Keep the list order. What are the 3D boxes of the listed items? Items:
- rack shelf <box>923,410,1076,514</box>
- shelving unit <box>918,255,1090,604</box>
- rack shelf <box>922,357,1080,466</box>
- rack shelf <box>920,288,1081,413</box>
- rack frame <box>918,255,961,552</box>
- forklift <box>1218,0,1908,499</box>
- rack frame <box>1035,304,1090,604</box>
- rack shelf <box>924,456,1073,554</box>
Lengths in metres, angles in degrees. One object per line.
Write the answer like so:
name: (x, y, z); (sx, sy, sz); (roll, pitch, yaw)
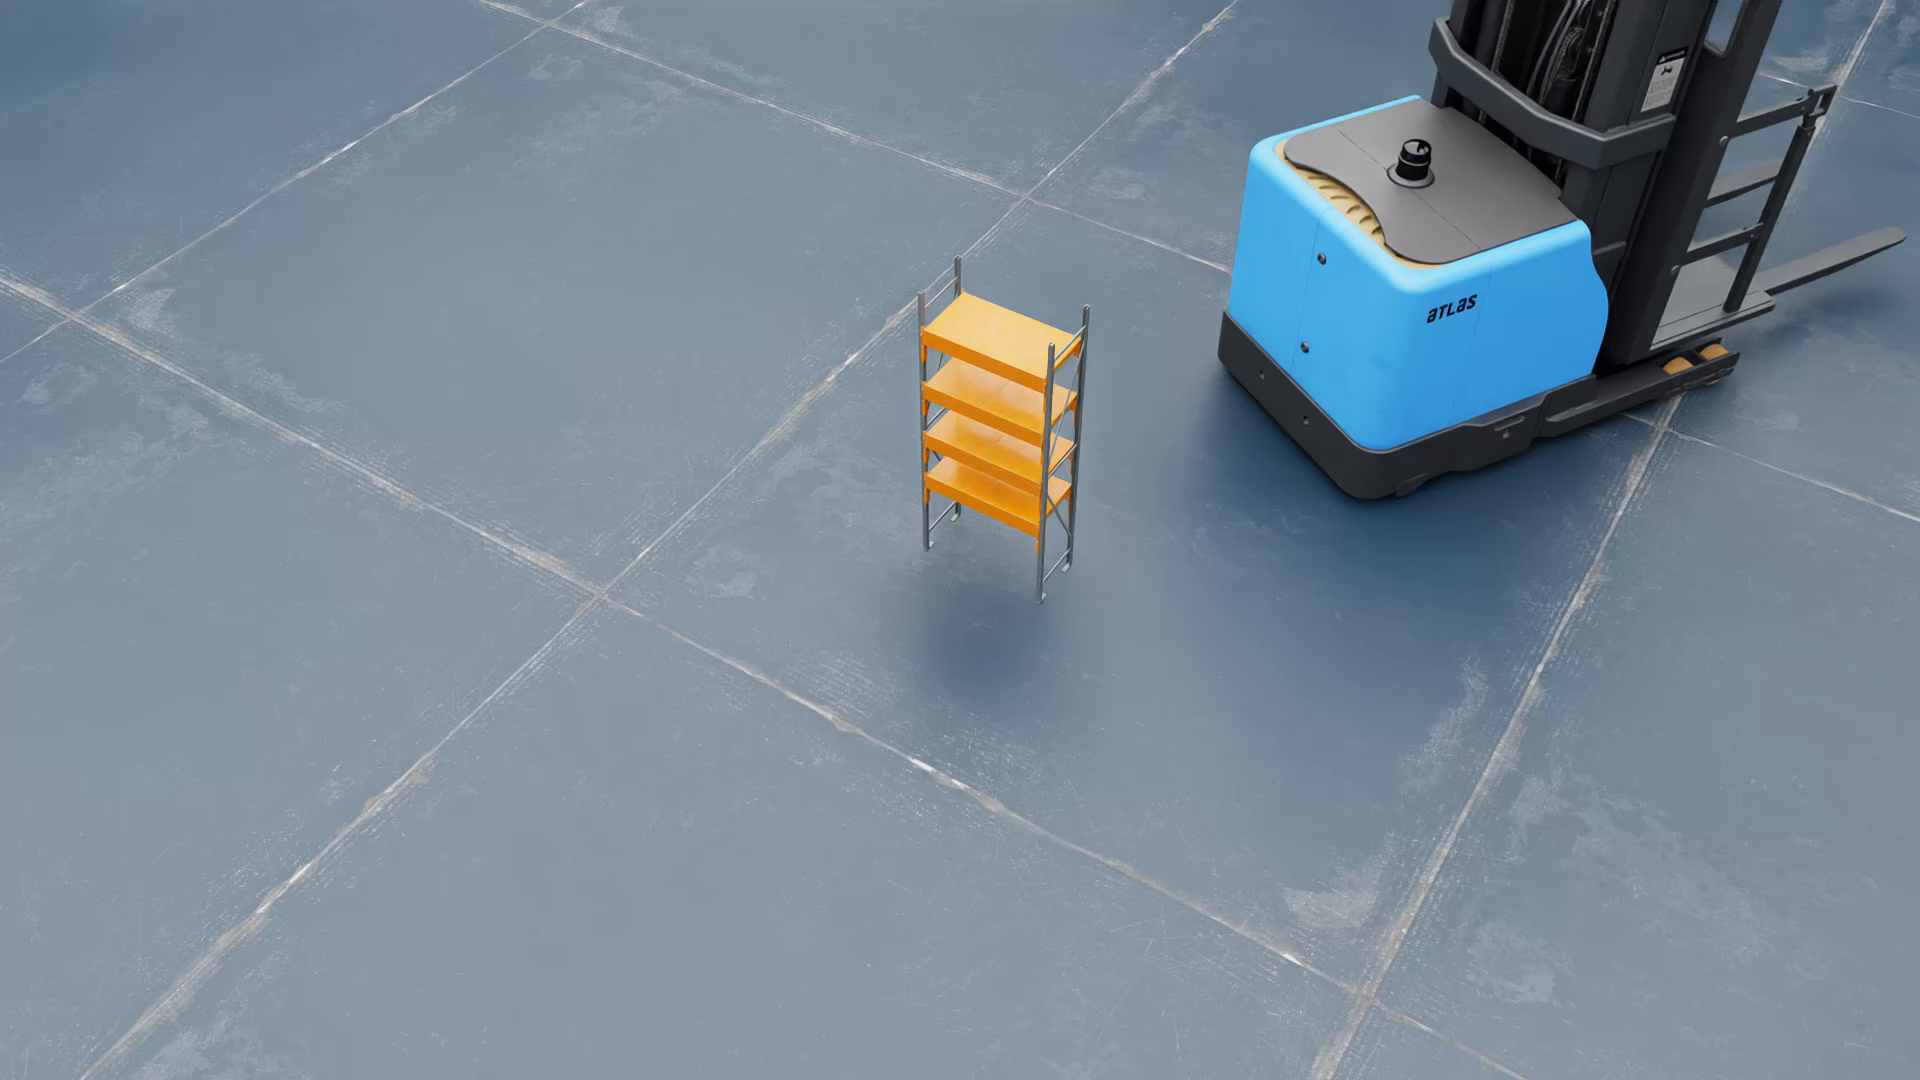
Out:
rack shelf: (0.139, -0.307, 5.806); (0.480, 0.148, 0.258); (25, 51, 22)
shelving unit: (0.139, -0.354, 5.757); (0.503, 1.200, 0.258); (25, 51, 22)
rack shelf: (0.139, -0.463, 5.645); (0.480, 0.148, 0.258); (25, 51, 22)
rack shelf: (0.139, -0.628, 5.476); (0.480, 0.148, 0.258); (25, 51, 22)
rack frame: (-0.066, -0.449, 5.849); (0.015, 1.200, 0.240); (25, 51, 22)
forklift: (2.621, -1.921, 6.073); (3.031, 2.935, 1.130); (-20, 49, -18)
rack frame: (0.345, -0.260, 5.666); (0.015, 1.200, 0.240); (25, 51, 22)
rack shelf: (0.139, -0.169, 5.948); (0.480, 0.148, 0.258); (25, 51, 22)
